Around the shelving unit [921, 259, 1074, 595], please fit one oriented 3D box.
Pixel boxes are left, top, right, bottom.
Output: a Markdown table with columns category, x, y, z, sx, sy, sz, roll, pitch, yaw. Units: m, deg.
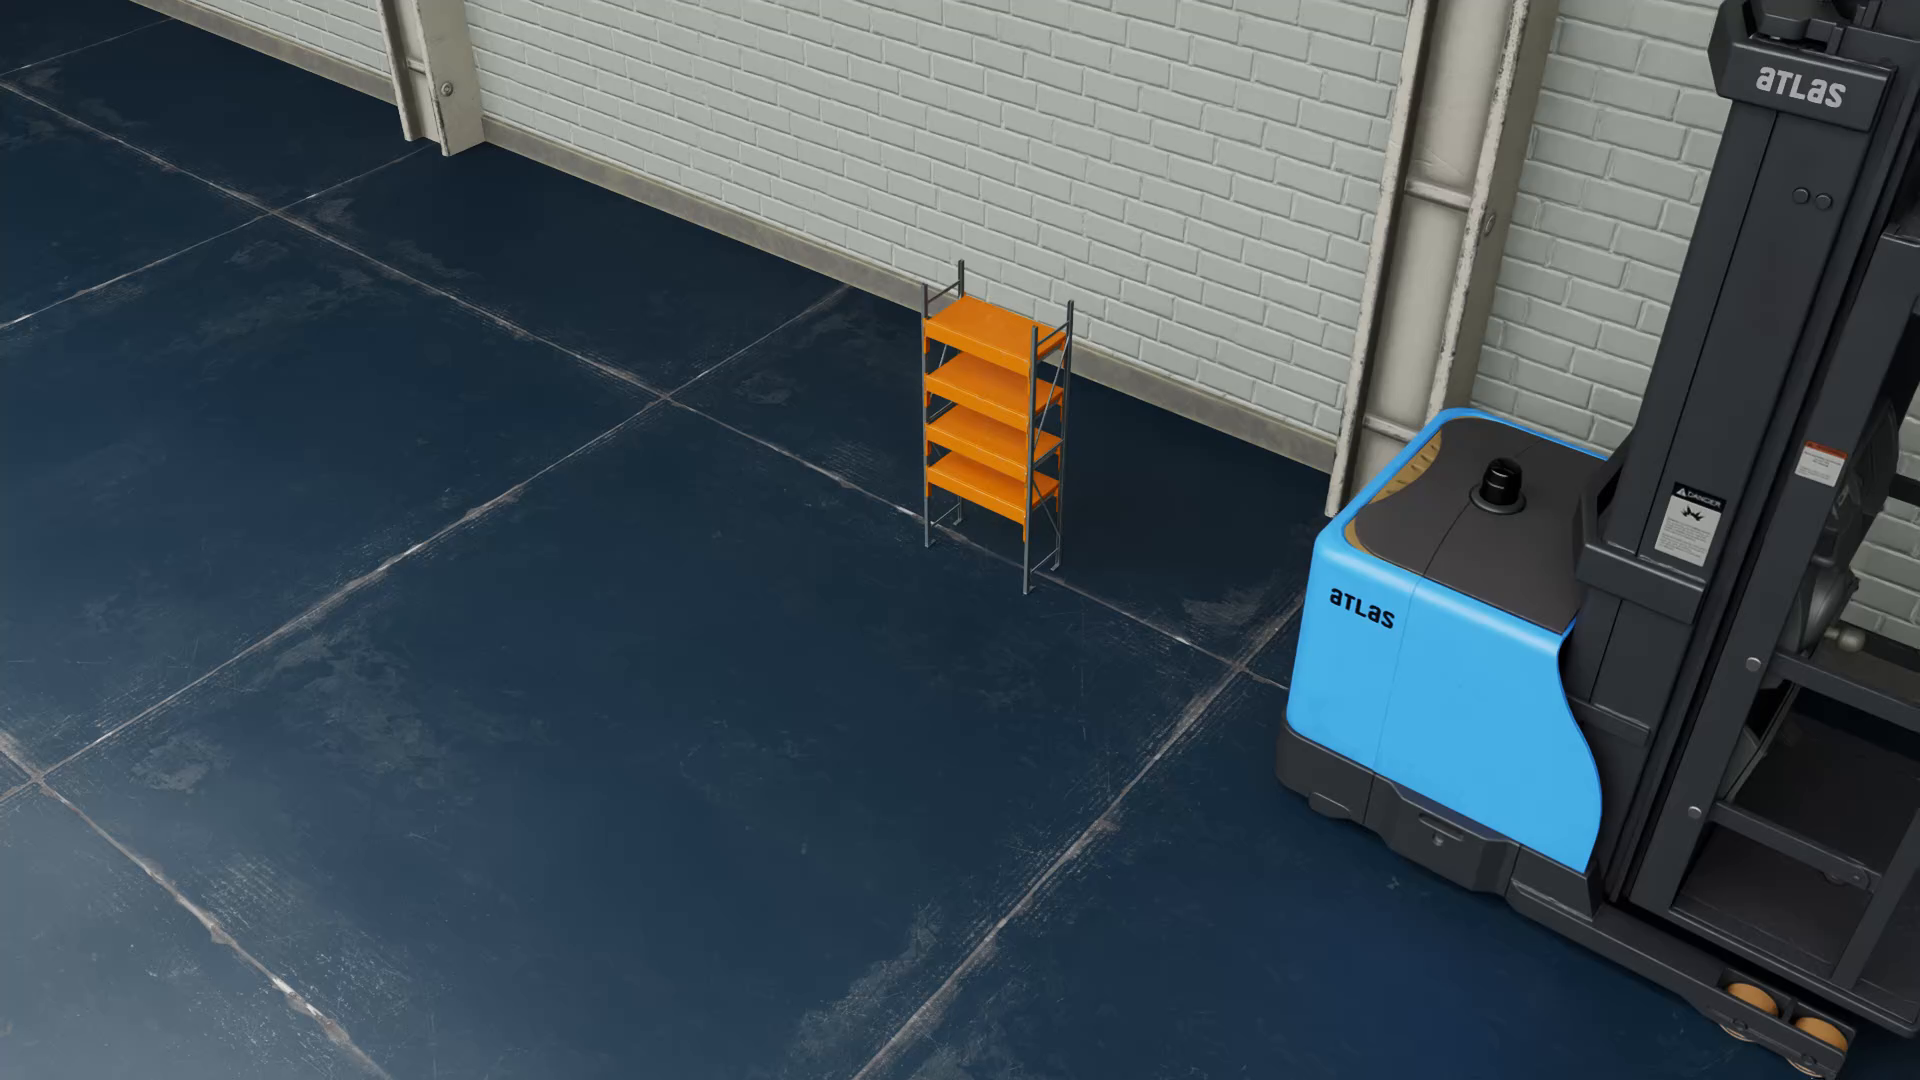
| category | x | y | z | sx | sy | sz | roll | pitch | yaw |
| --- | --- | --- | --- | --- | --- | --- | --- | --- | --- |
| shelving unit | 0.131 | -0.410 | 6.301 | 0.503 | 1.200 | 0.258 | 25 | 45 | 29 |

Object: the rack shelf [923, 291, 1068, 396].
| category | x | y | z | sx | sy | sz | roll | pitch | yaw |
| --- | --- | --- | --- | --- | --- | --- | --- | --- | --- |
| rack shelf | 0.131 | -0.720 | 6.059 | 0.480 | 0.148 | 0.258 | 25 | 45 | 29 |

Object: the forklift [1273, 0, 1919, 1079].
| category | x | y | z | sx | sy | sz | roll | pitch | yaw |
| --- | --- | --- | --- | --- | --- | --- | --- | --- | --- |
| forklift | 2.536 | 0.012 | 4.357 | 3.031 | 2.935 | 1.130 | 26 | 45 | 29 |

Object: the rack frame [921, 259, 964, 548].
| category | x | y | z | sx | sy | sz | roll | pitch | yaw |
| --- | --- | --- | --- | --- | --- | --- | --- | --- | --- |
| rack frame | -0.062 | -0.502 | 6.418 | 0.015 | 1.200 | 0.240 | 25 | 45 | 29 |

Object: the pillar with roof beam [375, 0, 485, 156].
| category | x | y | z | sx | sy | sz | roll | pitch | yaw |
| --- | --- | --- | --- | --- | --- | --- | --- | --- | --- |
| pillar with roof beam | -5.624 | -3.789 | 4.290 | 0.400 | 9.000 | 9.100 | 25 | 45 | 29 |

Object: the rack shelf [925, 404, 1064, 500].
| category | x | y | z | sx | sy | sz | roll | pitch | yaw |
| --- | --- | --- | --- | --- | --- | --- | --- | --- | --- |
| rack shelf | 0.131 | -0.357 | 6.342 | 0.480 | 0.148 | 0.258 | 25 | 45 | 29 |

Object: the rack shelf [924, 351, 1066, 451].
| category | x | y | z | sx | sy | sz | roll | pitch | yaw |
| --- | --- | --- | --- | --- | --- | --- | --- | --- | --- |
| rack shelf | 0.131 | -0.534 | 6.205 | 0.480 | 0.148 | 0.258 | 25 | 45 | 29 |

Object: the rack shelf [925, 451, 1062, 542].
| category | x | y | z | sx | sy | sz | roll | pitch | yaw |
| --- | --- | --- | --- | --- | --- | --- | --- | --- | --- |
| rack shelf | 0.131 | -0.201 | 6.465 | 0.480 | 0.148 | 0.258 | 25 | 45 | 29 |

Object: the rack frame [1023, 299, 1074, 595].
| category | x | y | z | sx | sy | sz | roll | pitch | yaw |
| --- | --- | --- | --- | --- | --- | --- | --- | --- | --- |
| rack frame | 0.325 | -0.319 | 6.184 | 0.015 | 1.200 | 0.240 | 25 | 45 | 29 |

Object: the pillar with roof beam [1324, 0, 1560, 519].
| category | x | y | z | sx | sy | sz | roll | pitch | yaw |
| --- | --- | --- | --- | --- | --- | --- | --- | --- | --- |
| pillar with roof beam | -0.858 | -1.542 | 1.420 | 0.400 | 9.000 | 9.100 | 25 | 45 | 29 |
